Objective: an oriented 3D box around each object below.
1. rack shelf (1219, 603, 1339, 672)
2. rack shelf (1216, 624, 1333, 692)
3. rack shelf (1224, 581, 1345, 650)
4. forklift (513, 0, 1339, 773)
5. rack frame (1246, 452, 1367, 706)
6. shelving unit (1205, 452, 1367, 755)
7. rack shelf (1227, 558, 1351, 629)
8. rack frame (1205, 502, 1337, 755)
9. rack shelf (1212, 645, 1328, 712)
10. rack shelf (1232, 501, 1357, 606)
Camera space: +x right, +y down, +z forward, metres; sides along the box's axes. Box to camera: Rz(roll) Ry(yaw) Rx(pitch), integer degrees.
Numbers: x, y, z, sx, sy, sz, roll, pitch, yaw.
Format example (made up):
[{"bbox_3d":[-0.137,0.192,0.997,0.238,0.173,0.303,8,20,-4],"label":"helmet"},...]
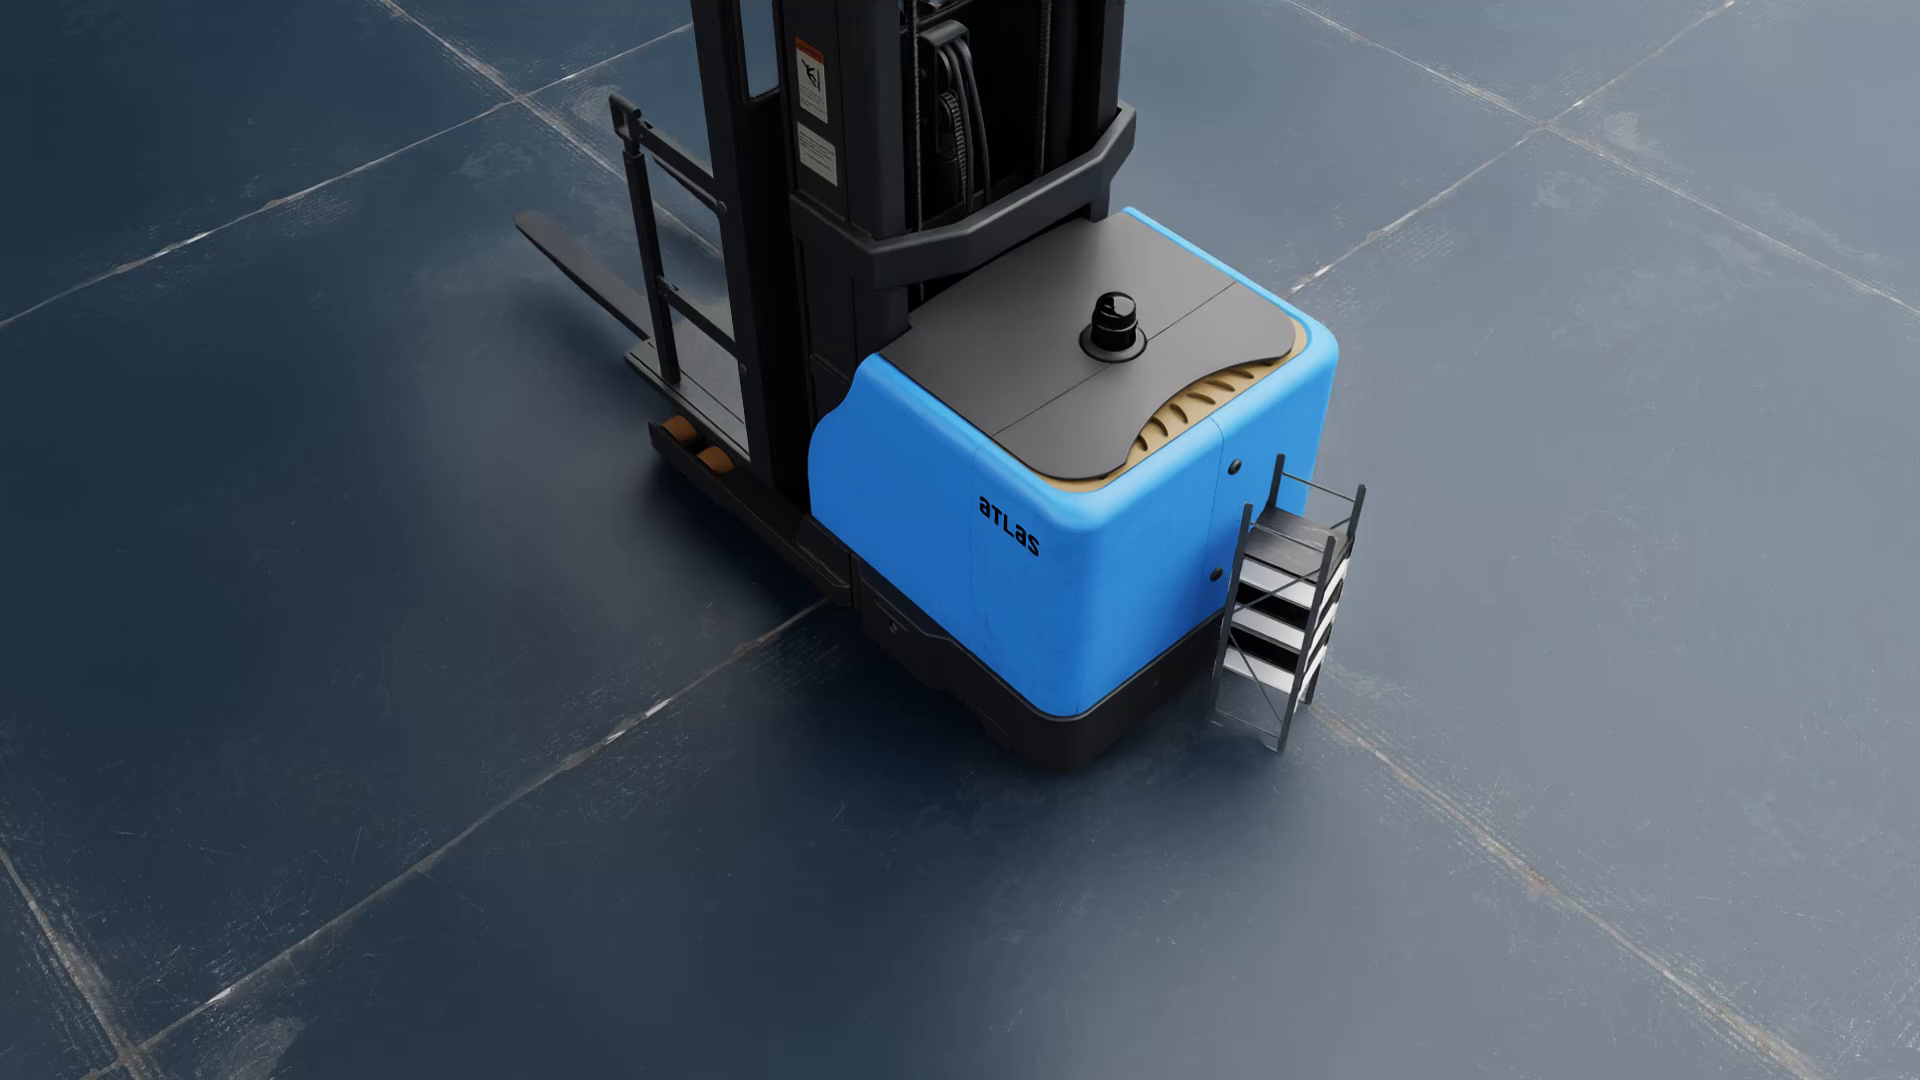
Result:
[{"bbox_3d":[0.860,0.215,4.484,0.258,0.077,0.200,24,52,20],"label":"rack shelf"},{"bbox_3d":[0.860,0.275,4.551,0.258,0.077,0.200,24,52,20],"label":"rack shelf"},{"bbox_3d":[0.860,0.154,4.418,0.258,0.077,0.200,24,52,20],"label":"rack shelf"},{"bbox_3d":[-0.362,-1.356,4.507,1.130,2.935,3.031,-34,56,-27],"label":"forklift"},{"bbox_3d":[0.912,0.128,4.519,0.240,0.900,0.006,24,52,20],"label":"rack frame"},{"bbox_3d":[0.860,0.192,4.460,0.258,0.900,0.210,24,52,20],"label":"shelving unit"},{"bbox_3d":[0.860,0.093,4.352,0.258,0.077,0.200,24,52,20],"label":"rack shelf"},{"bbox_3d":[0.808,0.257,4.401,0.240,0.900,0.006,24,52,20],"label":"rack frame"},{"bbox_3d":[0.860,0.336,4.617,0.258,0.077,0.200,24,52,20],"label":"rack shelf"},{"bbox_3d":[0.860,0.032,4.285,0.258,0.077,0.200,24,52,20],"label":"rack shelf"}]
